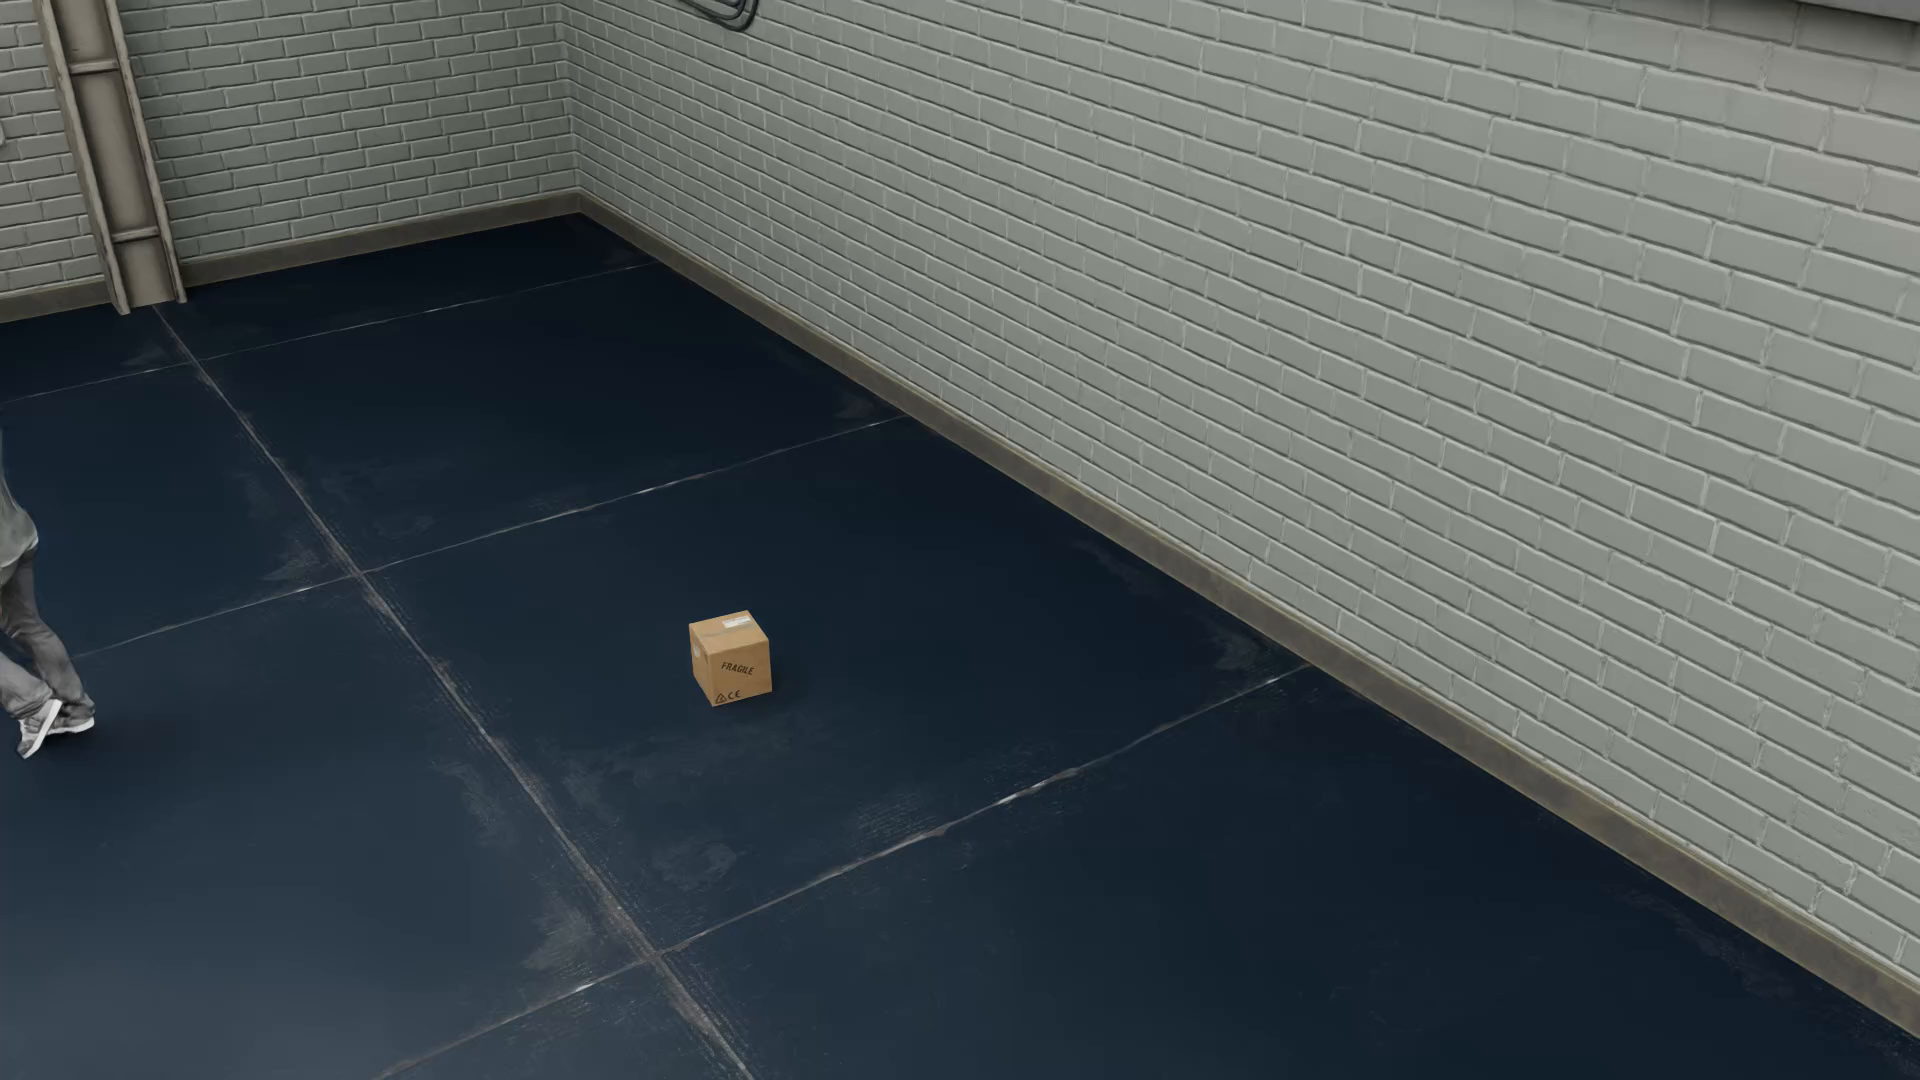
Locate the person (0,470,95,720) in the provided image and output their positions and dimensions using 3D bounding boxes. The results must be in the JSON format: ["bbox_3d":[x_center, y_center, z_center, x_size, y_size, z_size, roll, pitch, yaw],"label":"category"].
[{"bbox_3d":[-3.515,0.161,6.039,0.433,1.197,0.439,-2,29,-3],"label":"person"}]
